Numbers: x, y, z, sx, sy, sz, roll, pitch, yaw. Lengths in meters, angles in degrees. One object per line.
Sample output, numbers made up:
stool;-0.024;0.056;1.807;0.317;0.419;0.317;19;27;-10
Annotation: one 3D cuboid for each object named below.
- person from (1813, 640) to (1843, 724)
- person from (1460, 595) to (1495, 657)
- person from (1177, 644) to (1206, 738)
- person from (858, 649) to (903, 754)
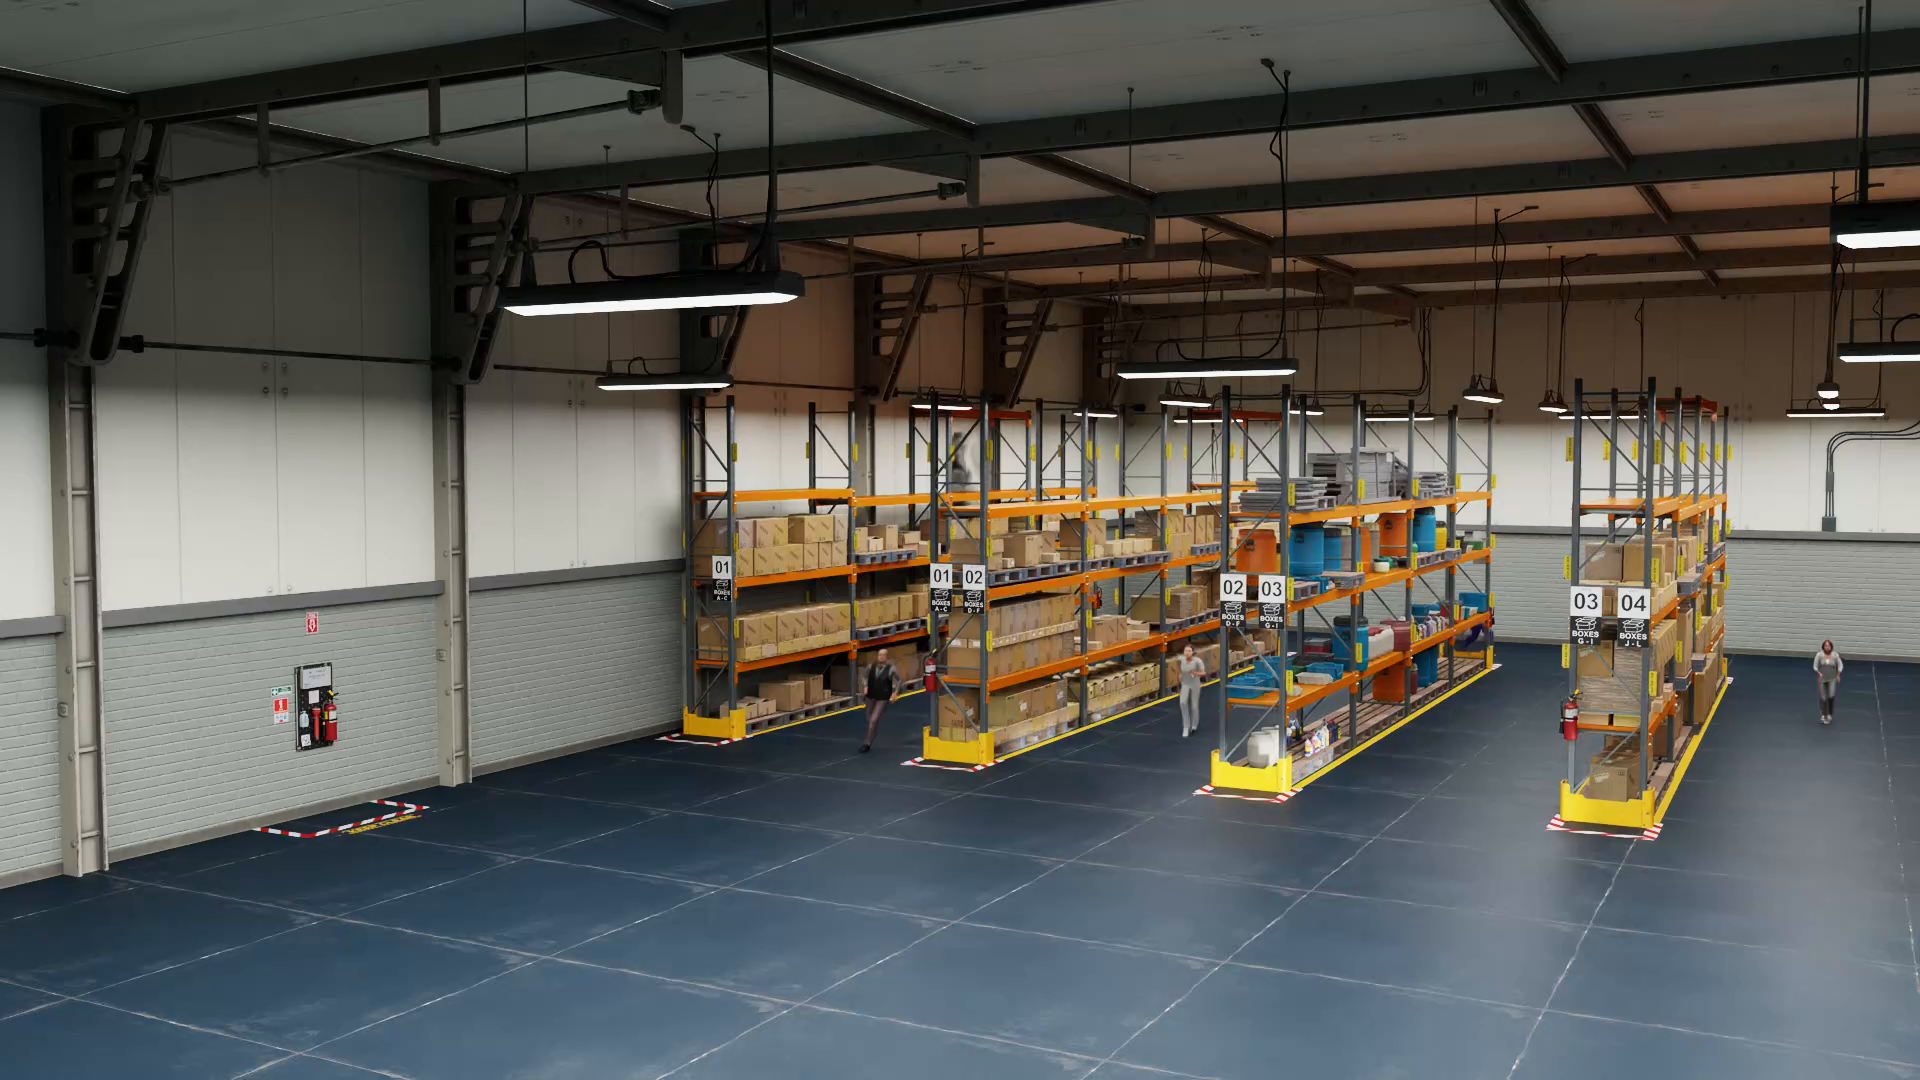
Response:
person;15.959;2.606;30.591;0.479;1.561;0.719;2;3;29
person;12.787;2.091;41.033;0.648;1.613;0.962;-2;4;-39
person;4.093;2.638;29.404;0.561;1.656;0.917;1;3;16
person;-1.364;2.678;27.884;0.725;1.696;0.952;1;3;19
